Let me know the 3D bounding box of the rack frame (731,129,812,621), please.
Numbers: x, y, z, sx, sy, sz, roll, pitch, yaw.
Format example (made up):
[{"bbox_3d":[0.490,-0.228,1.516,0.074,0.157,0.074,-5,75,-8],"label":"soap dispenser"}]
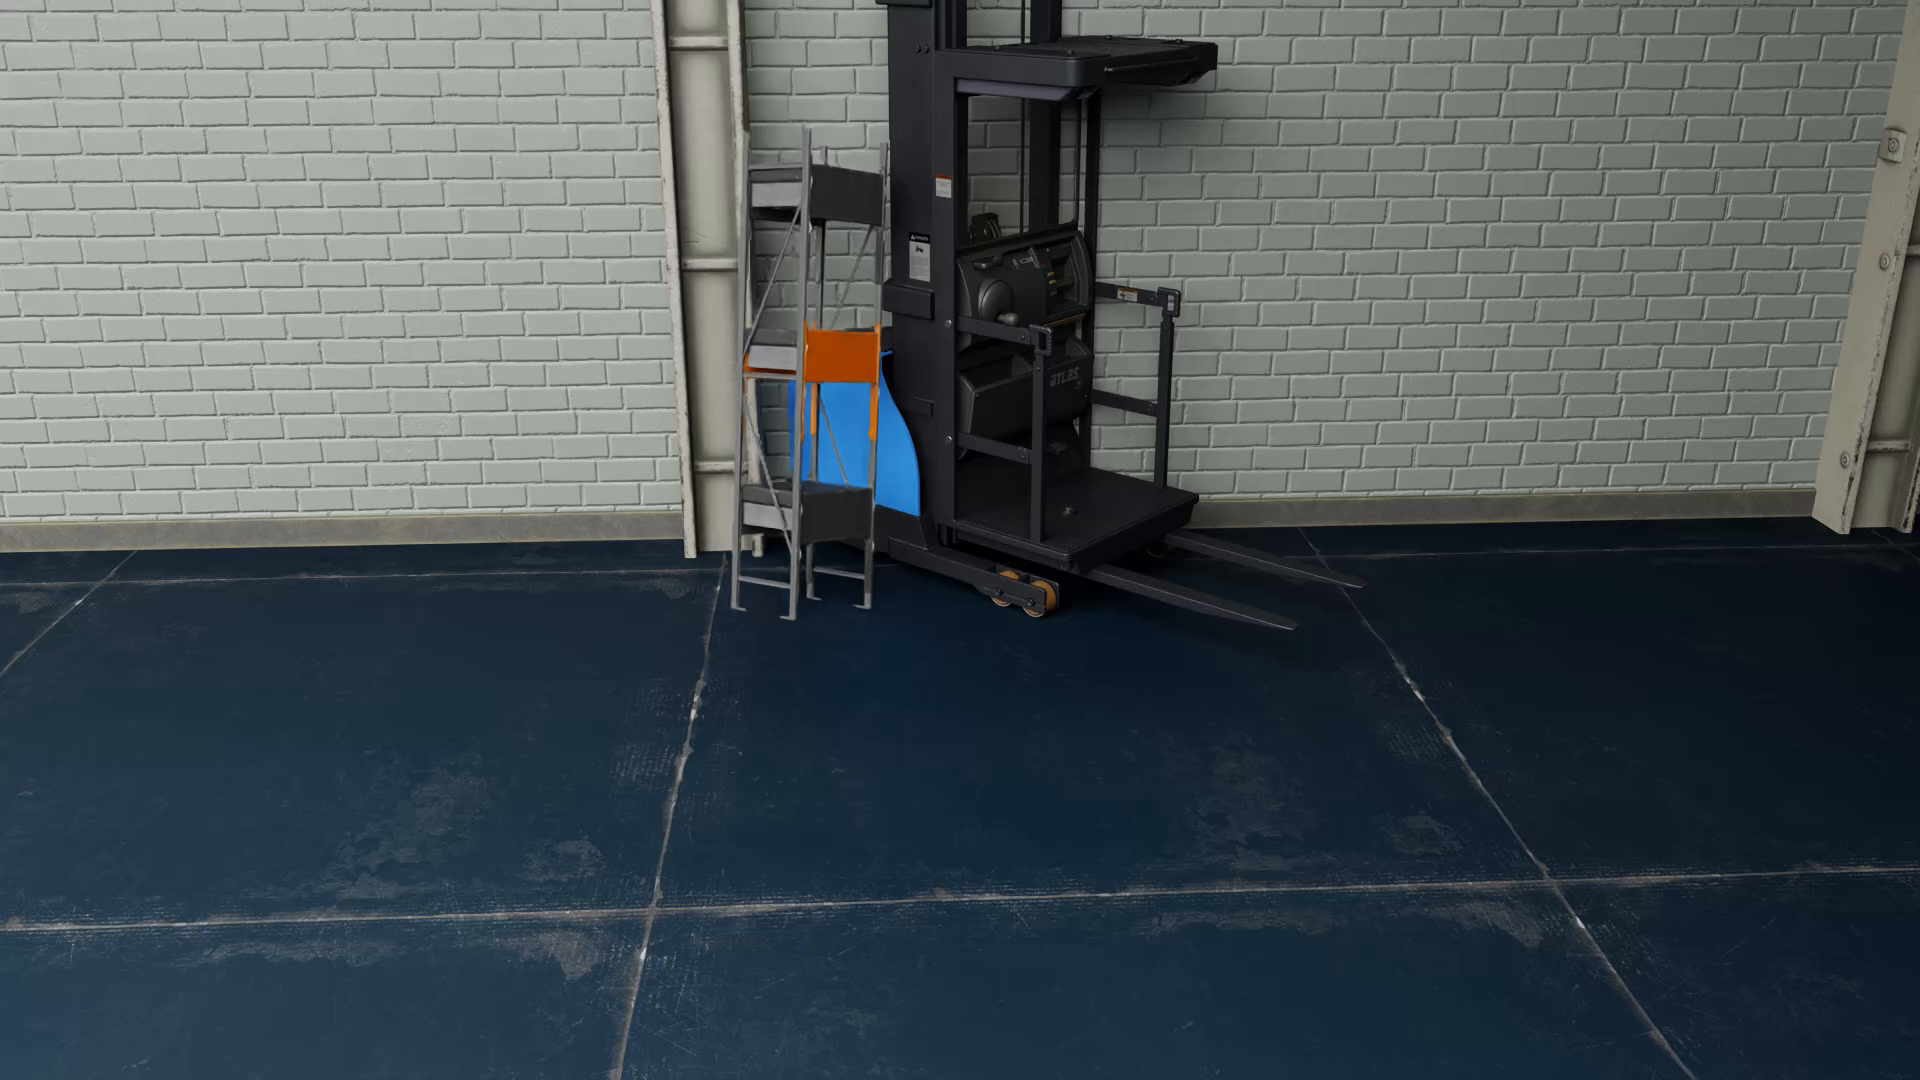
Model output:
[{"bbox_3d":[-0.829,-0.711,7.251,0.400,2.100,0.015,8,9,38],"label":"rack frame"}]

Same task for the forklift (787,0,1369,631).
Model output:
[{"bbox_3d":[0.475,-1.224,7.718,3.031,2.935,1.130,17,27,38],"label":"forklift"}]

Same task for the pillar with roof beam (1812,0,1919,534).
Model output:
[{"bbox_3d":[5.039,-2.766,3.240,0.400,9.000,9.100,-1,21,-3],"label":"pillar with roof beam"}]

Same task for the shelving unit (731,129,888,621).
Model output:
[{"bbox_3d":[-0.676,-0.727,7.440,0.431,2.100,0.503,8,9,38],"label":"shelving unit"}]

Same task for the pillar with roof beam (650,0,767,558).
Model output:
[{"bbox_3d":[-0.951,-2.644,2.919,0.400,9.000,9.100,-1,21,-3],"label":"pillar with roof beam"}]

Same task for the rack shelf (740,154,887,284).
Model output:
[{"bbox_3d":[-0.648,-1.408,7.357,0.431,0.518,0.480,8,9,38],"label":"rack shelf"}]

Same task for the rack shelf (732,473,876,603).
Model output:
[{"bbox_3d":[-0.706,-0.020,7.527,0.431,0.518,0.480,8,9,38],"label":"rack shelf"}]

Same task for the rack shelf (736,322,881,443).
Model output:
[{"bbox_3d":[-0.677,-0.714,7.442,0.431,0.518,0.480,8,9,38],"label":"rack shelf"}]

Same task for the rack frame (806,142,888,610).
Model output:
[{"bbox_3d":[-0.523,-0.744,7.630,0.400,2.100,0.015,8,9,38],"label":"rack frame"}]
